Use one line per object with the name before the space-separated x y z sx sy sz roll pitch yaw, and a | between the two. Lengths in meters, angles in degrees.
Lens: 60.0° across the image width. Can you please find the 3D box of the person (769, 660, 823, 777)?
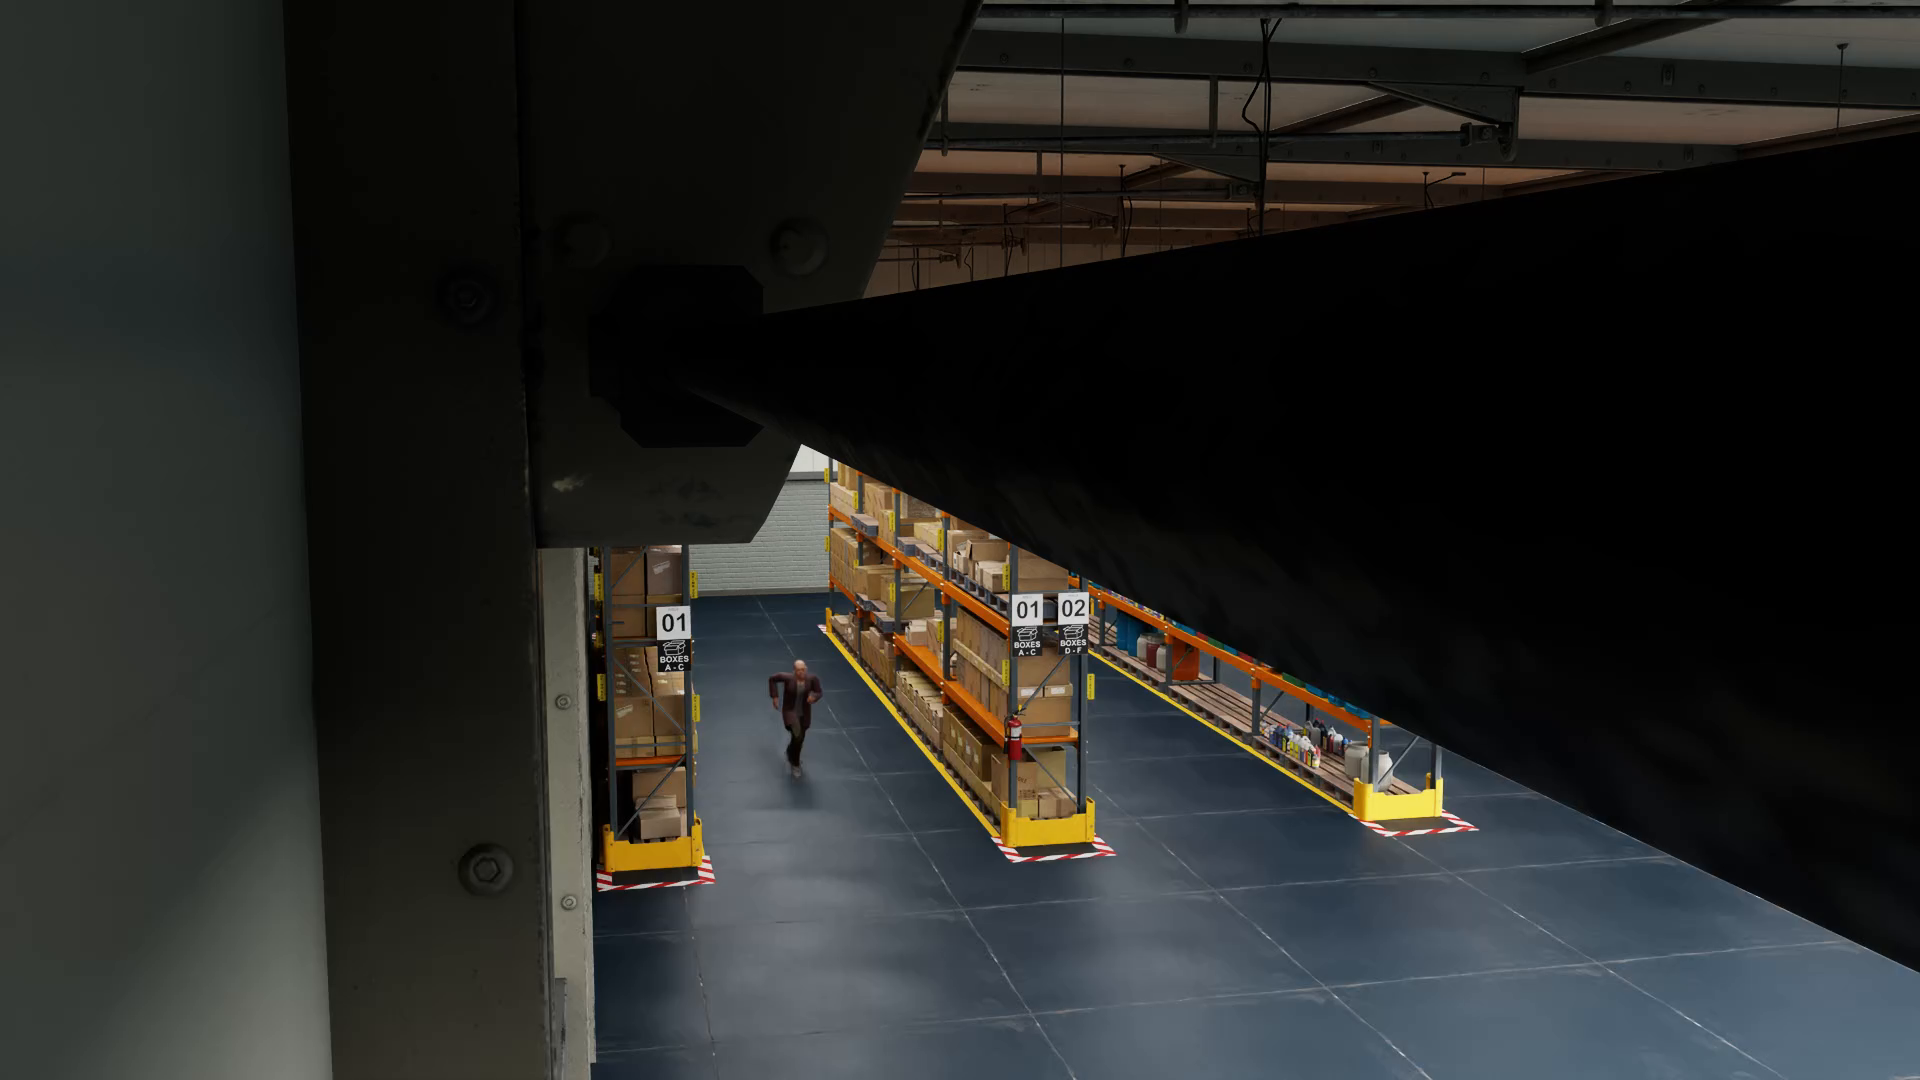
person | -2.426 2.602 24.524 0.747 1.774 1.025 -2 7 -19
